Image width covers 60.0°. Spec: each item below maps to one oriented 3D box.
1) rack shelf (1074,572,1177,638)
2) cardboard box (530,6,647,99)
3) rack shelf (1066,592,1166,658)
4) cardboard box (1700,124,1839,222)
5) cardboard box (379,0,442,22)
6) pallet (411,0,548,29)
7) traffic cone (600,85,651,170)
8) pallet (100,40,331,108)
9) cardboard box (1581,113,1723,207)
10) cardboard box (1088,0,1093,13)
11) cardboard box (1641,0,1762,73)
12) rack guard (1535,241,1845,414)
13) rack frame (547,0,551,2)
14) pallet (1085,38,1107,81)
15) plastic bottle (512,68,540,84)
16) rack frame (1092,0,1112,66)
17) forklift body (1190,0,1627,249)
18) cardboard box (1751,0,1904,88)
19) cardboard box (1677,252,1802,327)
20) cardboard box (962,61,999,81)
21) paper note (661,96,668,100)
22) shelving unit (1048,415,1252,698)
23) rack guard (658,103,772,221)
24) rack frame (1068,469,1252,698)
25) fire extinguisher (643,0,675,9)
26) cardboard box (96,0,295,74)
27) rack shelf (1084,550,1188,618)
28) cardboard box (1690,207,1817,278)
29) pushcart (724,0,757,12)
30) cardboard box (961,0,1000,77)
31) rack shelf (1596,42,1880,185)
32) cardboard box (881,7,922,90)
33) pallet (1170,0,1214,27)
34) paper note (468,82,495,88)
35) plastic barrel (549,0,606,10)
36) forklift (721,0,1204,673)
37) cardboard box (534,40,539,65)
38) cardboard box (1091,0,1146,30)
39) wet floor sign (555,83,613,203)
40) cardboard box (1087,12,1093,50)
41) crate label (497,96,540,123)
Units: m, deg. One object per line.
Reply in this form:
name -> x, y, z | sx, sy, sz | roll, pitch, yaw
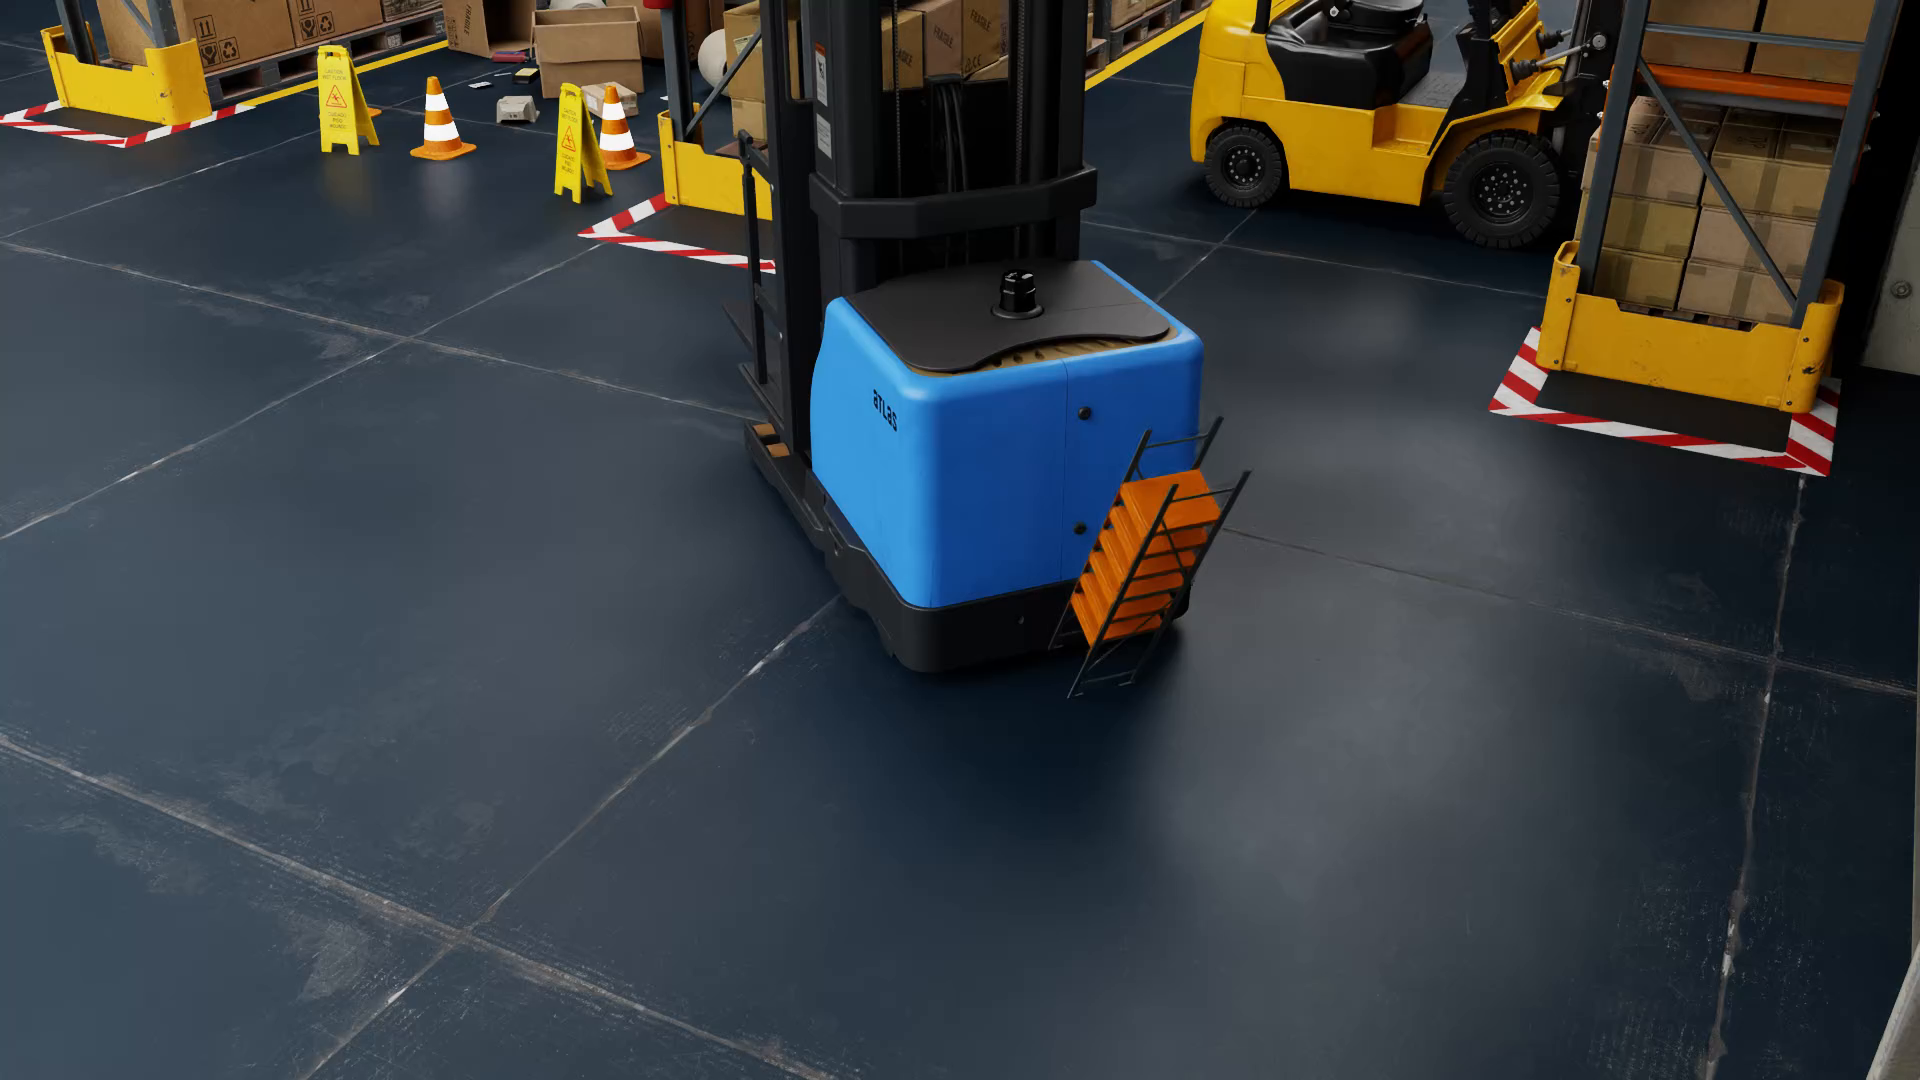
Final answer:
rack shelf -> 0.505, 0.175, 5.083 | 0.258, 0.103, 0.180 | -11, 60, -19
cardboard box -> -2.631, -3.451, 11.754 | 0.797, 0.503, 0.637 | -7, 31, -11
rack shelf -> 0.484, 0.240, 5.182 | 0.258, 0.103, 0.180 | -11, 60, -19
cardboard box -> 3.631, -1.649, 7.445 | 0.500, 0.250, 0.500 | 14, 33, 23
cardboard box -> -4.563, -4.629, 13.011 | 0.875, 0.875, 0.875 | 15, 33, 24
pallet -> -4.223, -4.503, 13.880 | 1.003, 0.211, 1.213 | 14, 33, 23
traffic cone -> -2.129, -2.563, 10.249 | 0.336, 0.463, 0.334 | 14, 33, 23
pallet -> -5.335, -3.421, 11.996 | 1.003, 0.211, 1.213 | 14, 33, 23
cardboard box -> 3.176, -1.754, 7.628 | 0.500, 0.250, 0.500 | 15, 33, 25
cardboard box -> 0.615, -3.945, 11.695 | 0.500, 0.500, 0.500 | 14, 33, 23
cardboard box -> 3.234, -2.377, 7.277 | 0.500, 0.500, 0.500 | 14, 33, 22
rack guard -> 3.233, -0.961, 7.422 | 1.175, 0.500, 0.348 | 14, 33, 23
rack frame -> -3.807, -6.032, 13.741 | 1.000, 3.000, 0.127 | 14, 33, 23
pallet -> 0.371, -3.439, 12.026 | 1.003, 0.211, 1.213 | 14, 33, 23
plastic bottle -> -3.137, -3.375, 12.066 | 0.133, 0.061, 0.283 | 4, 30, 6
rack frame -> 0.645, -4.954, 11.864 | 1.000, 3.000, 0.127 | 14, 33, 23
forklift body -> 2.483, -2.942, 9.214 | 2.313, 2.155, 1.214 | 14, 33, 23
cardboard box -> 3.716, -2.256, 7.066 | 0.500, 0.500, 0.500 | 15, 33, 25
cardboard box -> 3.641, -1.219, 7.700 | 0.500, 0.250, 0.500 | 14, 33, 23
cardboard box -> -0.087, -2.934, 10.687 | 0.500, 0.250, 0.500 | 17, 34, 27
paper note -> -1.998, -3.101, 11.631 | 0.142, 0.019, 0.148 | -25, 38, -36
shelving unit -> 0.534, 0.085, 4.948 | 0.258, 1.200, 0.189 | -11, 60, -19
rack guard -> -1.142, -2.130, 9.457 | 1.175, 0.500, 0.348 | 14, 33, 23
rack frame -> 0.564, 0.160, 4.905 | 0.240, 1.200, 0.006 | -11, 60, -19
fire extinguisher -> -1.639, -3.201, 8.889 | 0.296, 0.674, 0.183 | 14, 33, 23
cardboard box -> -5.379, -3.835, 11.628 | 0.875, 0.875, 0.875 | 14, 33, 24
rack shelf -> 0.526, 0.109, 4.985 | 0.258, 0.103, 0.180 | -11, 60, -19
cardboard box -> 3.643, -1.424, 7.555 | 0.500, 0.250, 0.500 | 15, 33, 24
pushcart -> -1.407, -4.311, 13.379 | 1.648, 0.377, 0.936 | 4, 30, 6
cardboard box -> -0.083, -3.254, 10.491 | 0.500, 0.500, 0.500 | 15, 33, 24
rack shelf -> 4.155, -2.631, 8.541 | 1.077, 0.370, 4.000 | 14, 33, 23
cardboard box -> -0.553, -2.801, 9.701 | 0.500, 0.500, 0.500 | 13, 32, 22
pallet -> 1.553, -4.633, 14.105 | 1.003, 0.211, 1.213 | 14, 33, 23
paper note -> -3.423, -3.262, 11.901 | 0.142, 0.017, 0.144 | -25, 38, -36
plastic barrel -> -2.959, -4.064, 12.901 | 0.421, 0.421, 0.512 | -12, 32, -20
forklift -> -0.233, -1.560, 6.023 | 1.130, 2.935, 3.031 | -11, 32, -19
cardboard box -> -2.951, -3.666, 12.368 | 0.396, 0.266, 0.258 | 21, 36, 32
cardboard box -> 0.882, -4.229, 12.820 | 0.950, 0.372, 0.625 | 15, 33, 24
wet floor sign -> -2.216, -2.318, 9.638 | 0.232, 0.644, 0.267 | -25, 38, -36
cardboard box -> 0.615, -3.620, 11.881 | 0.500, 0.250, 0.500 | 16, 33, 25
crate label -> -2.970, -2.886, 11.138 | 0.250, 0.136, 0.298 | -1, 30, -3
